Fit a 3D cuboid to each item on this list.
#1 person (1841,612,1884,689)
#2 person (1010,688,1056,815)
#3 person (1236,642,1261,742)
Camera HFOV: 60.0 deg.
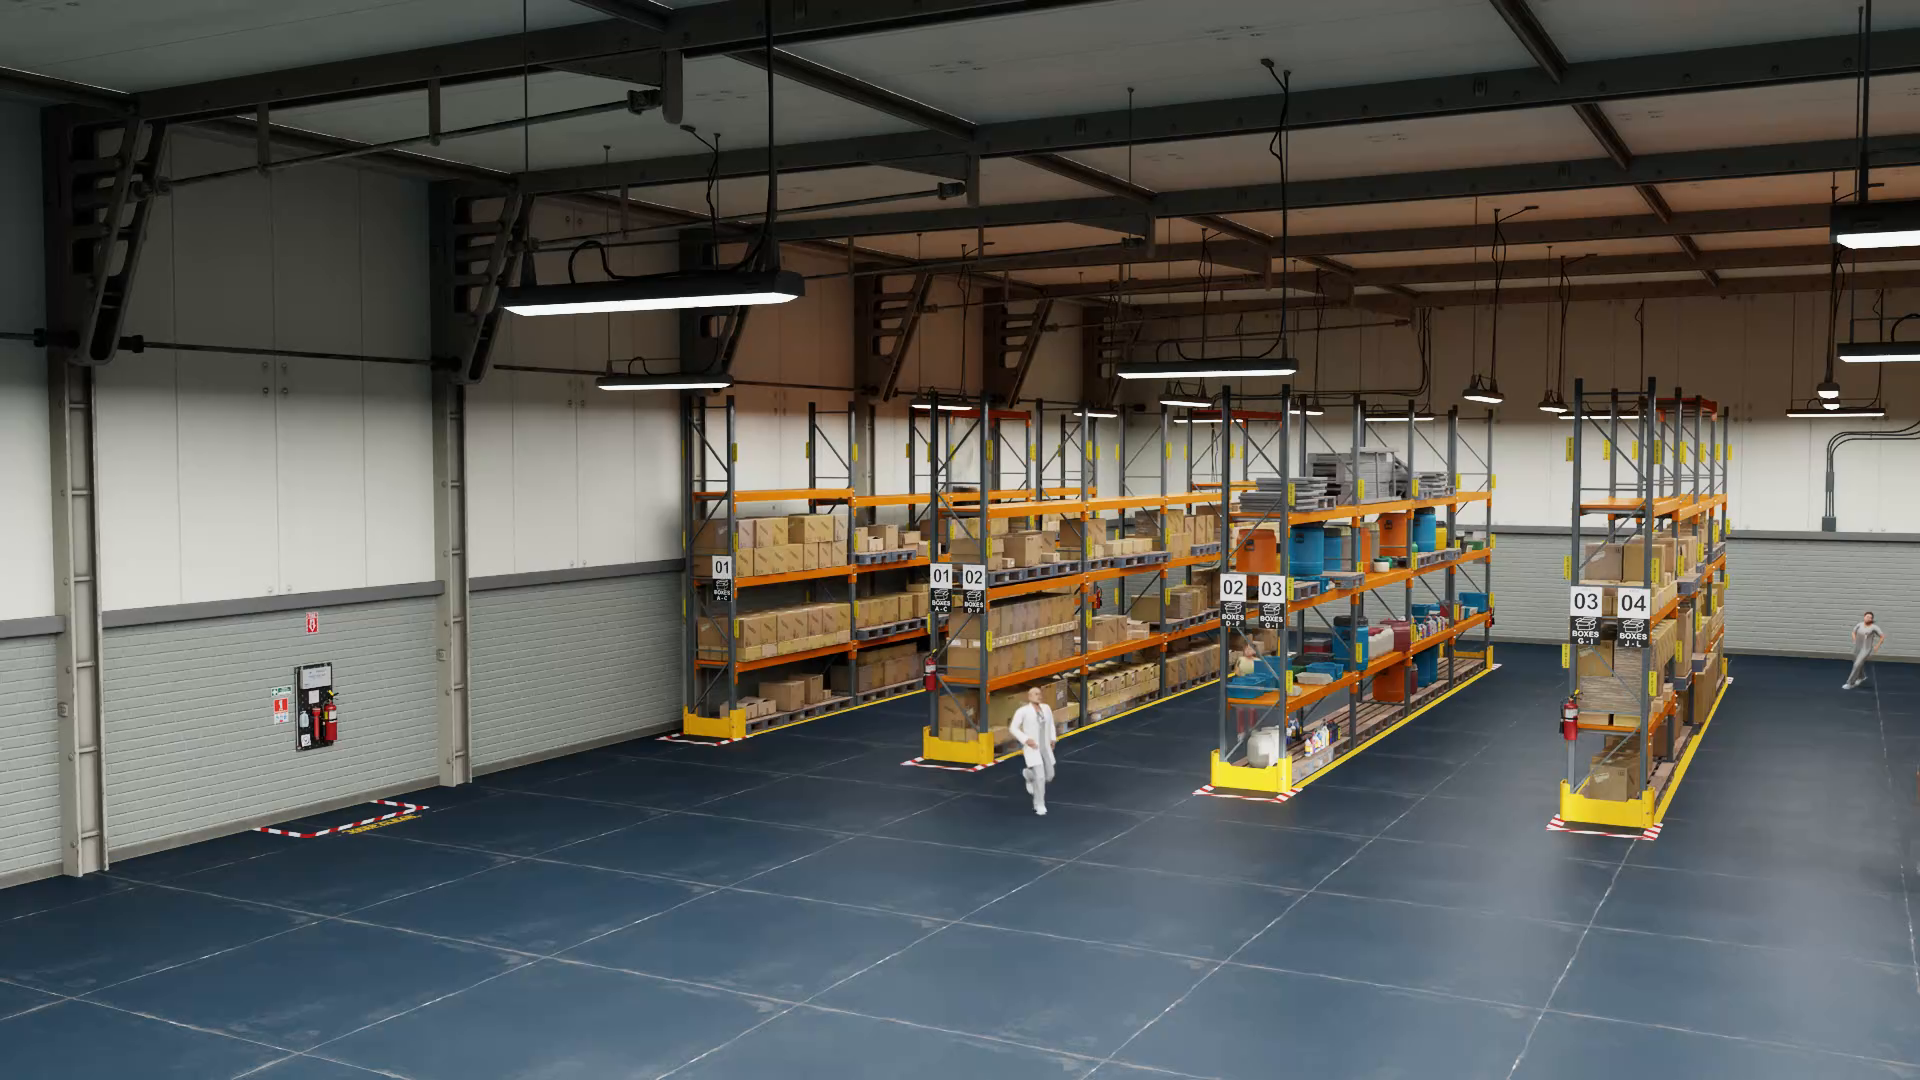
[{"bbox_3d":[19.073,2.318,35.067,0.913,1.635,0.670,-2,4,-32],"label":"person"},{"bbox_3d":[1.053,2.924,23.231,0.742,1.733,0.638,-2,4,-34],"label":"person"},{"bbox_3d":[5.049,2.641,29.013,0.562,1.729,0.762,1,3,23],"label":"person"}]
